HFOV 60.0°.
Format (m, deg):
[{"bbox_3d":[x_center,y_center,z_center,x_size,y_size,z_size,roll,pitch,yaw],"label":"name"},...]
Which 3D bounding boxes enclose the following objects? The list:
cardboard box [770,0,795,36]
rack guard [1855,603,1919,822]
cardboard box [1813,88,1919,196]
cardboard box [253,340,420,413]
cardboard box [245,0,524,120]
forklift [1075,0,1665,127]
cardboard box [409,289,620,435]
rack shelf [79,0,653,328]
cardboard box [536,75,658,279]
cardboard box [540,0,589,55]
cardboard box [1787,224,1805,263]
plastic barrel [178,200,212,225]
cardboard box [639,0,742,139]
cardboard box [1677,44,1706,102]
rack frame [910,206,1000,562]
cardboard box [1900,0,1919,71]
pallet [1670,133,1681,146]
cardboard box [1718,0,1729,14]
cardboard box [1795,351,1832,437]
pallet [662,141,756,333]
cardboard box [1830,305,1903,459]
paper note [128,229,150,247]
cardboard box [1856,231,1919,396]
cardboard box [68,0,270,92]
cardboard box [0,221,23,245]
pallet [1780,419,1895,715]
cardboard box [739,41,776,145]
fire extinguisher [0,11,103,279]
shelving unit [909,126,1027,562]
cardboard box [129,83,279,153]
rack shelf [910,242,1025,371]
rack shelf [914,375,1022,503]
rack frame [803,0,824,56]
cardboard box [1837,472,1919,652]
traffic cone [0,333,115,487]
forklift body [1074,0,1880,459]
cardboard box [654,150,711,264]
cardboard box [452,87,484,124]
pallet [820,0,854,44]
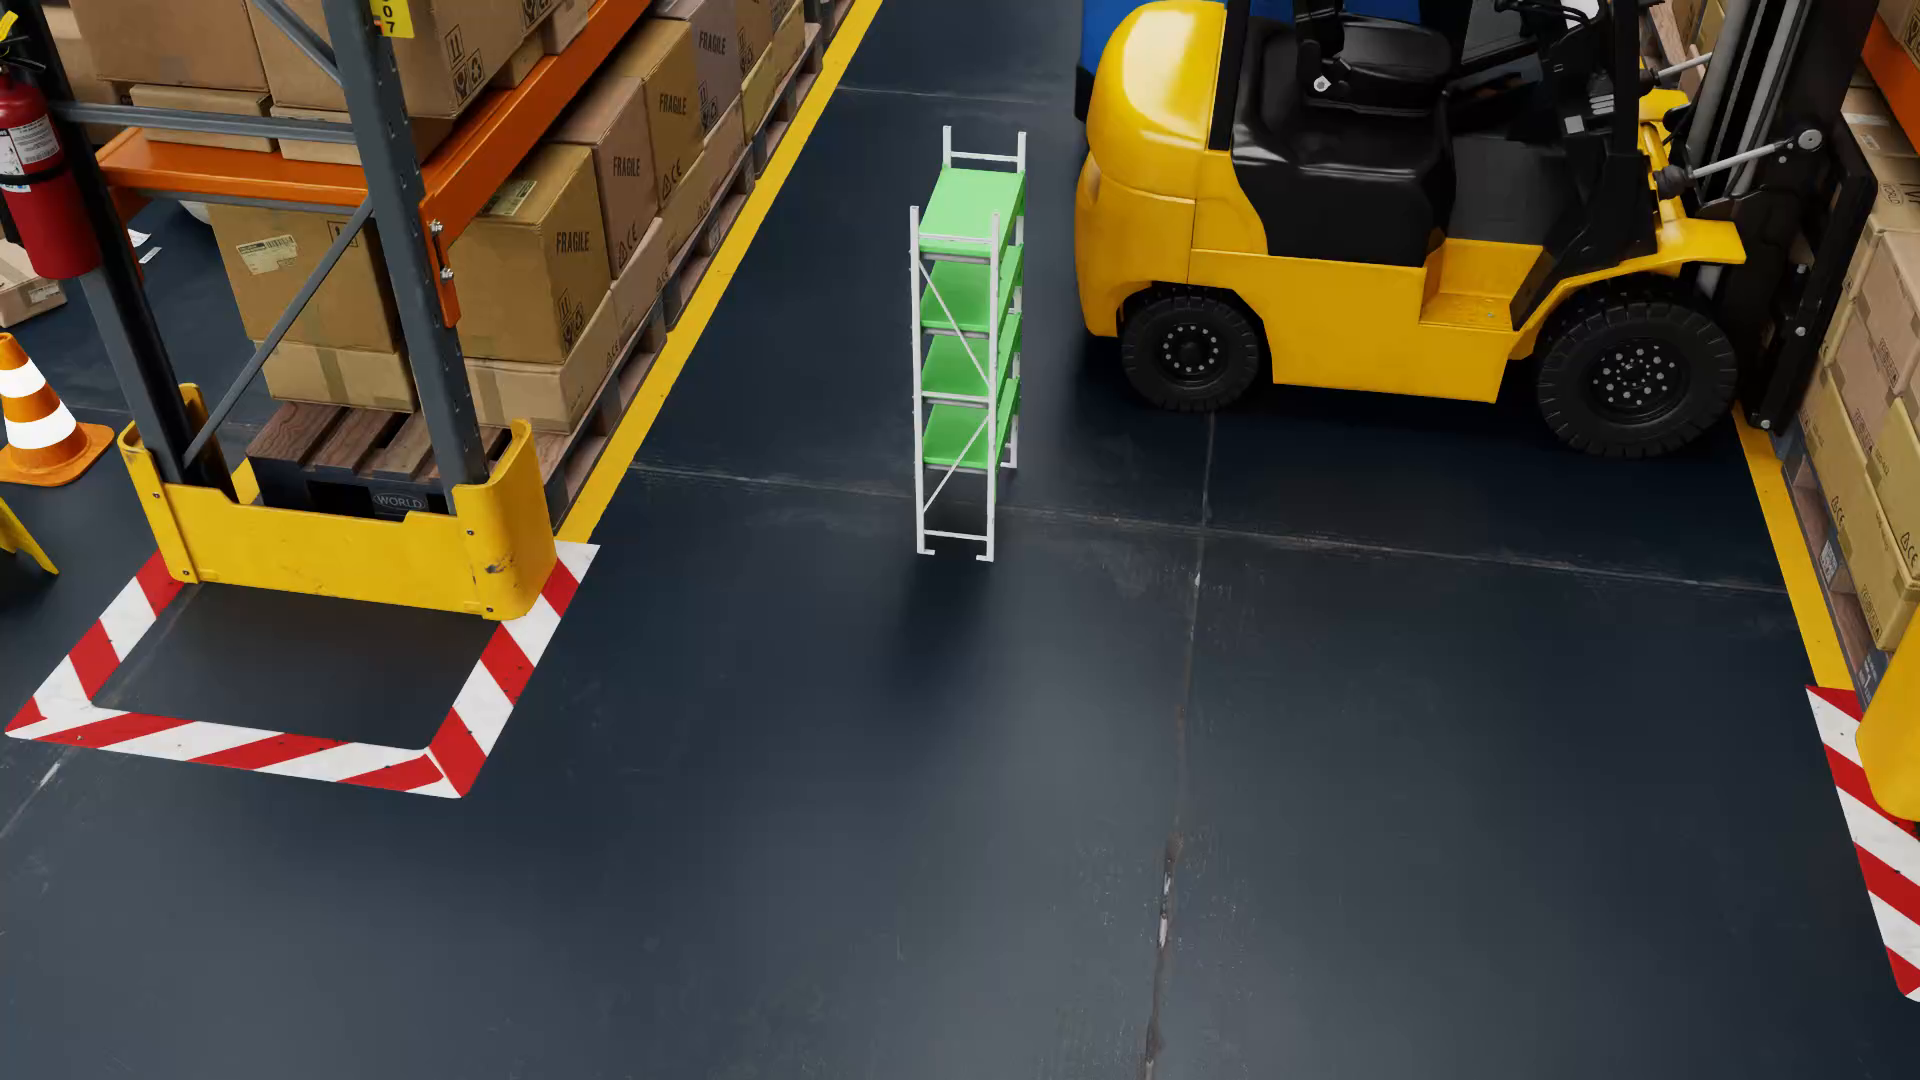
[{"bbox_3d":[-1.007,-2.534,7.200,0.500,0.500,0.500,6,40,7],"label":"cardboard box"},{"bbox_3d":[3.025,0.490,4.265,1.175,0.500,0.348,6,40,8],"label":"rack guard"},{"bbox_3d":[3.056,-1.255,5.458,0.500,0.250,0.500,6,40,7],"label":"cardboard box"},{"bbox_3d":[-1.982,-0.687,5.555,0.500,0.250,0.500,6,40,7],"label":"cardboard box"},{"bbox_3d":[-1.506,-1.453,4.341,0.500,0.500,0.500,6,40,7],"label":"cardboard box"},{"bbox_3d":[2.021,-3.257,6.889,3.031,2.935,1.130,-23,45,-25],"label":"forklift"},{"bbox_3d":[-1.449,-0.611,5.463,0.500,0.250,0.500,6,40,7],"label":"cardboard box"},{"bbox_3d":[-1.515,-2.011,5.893,1.077,0.370,4.000,6,40,8],"label":"rack shelf"},{"bbox_3d":[-1.359,-1.244,5.640,0.500,0.500,0.500,5,40,6],"label":"cardboard box"},{"bbox_3d":[-1.353,-1.598,5.026,0.380,0.149,0.250,7,40,8],"label":"cardboard box"},{"bbox_3d":[3.061,-1.076,5.634,0.500,0.250,0.500,6,40,8],"label":"cardboard box"},{"bbox_3d":[-2.994,-1.503,6.736,0.421,0.421,0.512,-28,47,-30],"label":"plastic barrel"},{"bbox_3d":[-1.180,-1.894,6.426,0.500,0.500,0.500,8,40,10],"label":"cardboard box"},{"bbox_3d":[3.311,-1.833,6.942,0.500,0.250,0.500,7,40,8],"label":"cardboard box"},{"bbox_3d":[-0.014,-0.413,4.808,0.240,1.200,0.015,6,40,8],"label":"rack frame"},{"bbox_3d":[3.042,-1.511,4.645,0.500,0.500,0.500,6,40,7],"label":"cardboard box"},{"bbox_3d":[3.542,-1.429,6.813,1.003,0.211,1.213,6,40,8],"label":"pallet"},{"bbox_3d":[3.328,-2.217,6.621,0.500,0.250,0.500,6,40,7],"label":"cardboard box"},{"bbox_3d":[2.990,-0.544,5.382,0.500,0.250,0.500,7,40,8],"label":"cardboard box"},{"bbox_3d":[-1.459,-1.275,6.627,1.003,0.211,1.213,6,40,8],"label":"pallet"},{"bbox_3d":[2.902,-0.436,4.860,0.500,0.250,0.500,6,40,7],"label":"cardboard box"},{"bbox_3d":[-3.363,-1.214,6.703,0.148,0.019,0.142,20,44,23],"label":"paper note"},{"bbox_3d":[2.884,-0.620,4.690,0.500,0.250,0.500,7,40,8],"label":"cardboard box"},{"bbox_3d":[-2.038,-1.557,4.468,0.500,0.500,0.500,6,40,7],"label":"cardboard box"},{"bbox_3d":[-4.050,-1.452,6.612,0.797,0.503,0.637,-20,44,-23],"label":"cardboard box"},{"bbox_3d":[3.120,0.102,4.961,1.003,0.211,1.213,6,40,8],"label":"pallet"},{"bbox_3d":[-1.088,-1.910,7.034,0.500,0.250,0.500,5,40,6],"label":"cardboard box"},{"bbox_3d":[-2.334,-0.982,4.145,0.296,0.674,0.183,6,40,8],"label":"fire extinguisher"},{"bbox_3d":[0.029,-0.566,4.993,0.258,1.200,0.503,6,40,8],"label":"shelving unit"},{"bbox_3d":[-2.007,-1.195,4.538,0.380,0.149,0.250,8,40,9],"label":"cardboard box"},{"bbox_3d":[0.029,-0.702,4.881,0.258,0.148,0.480,6,40,8],"label":"rack shelf"},{"bbox_3d":[0.029,-0.332,5.187,0.258,0.148,0.480,6,40,8],"label":"rack shelf"},{"bbox_3d":[-1.169,-3.543,7.182,1.000,3.000,0.127,6,40,8],"label":"rack frame"},{"bbox_3d":[2.799,0.080,4.627,0.500,0.250,0.500,7,40,8],"label":"cardboard box"},{"bbox_3d":[-3.057,-0.467,5.452,0.336,0.463,0.334,6,40,8],"label":"traffic cone"},{"bbox_3d":[1.560,-1.552,5.439,2.313,2.155,1.214,6,40,8],"label":"forklift body"},{"bbox_3d":[-1.271,-1.274,6.266,0.500,0.250,0.500,9,40,11],"label":"cardboard box"},{"bbox_3d":[-1.569,-1.287,4.649,0.380,0.149,0.250,7,40,8],"label":"cardboard box"},{"bbox_3d":[-1.035,-2.957,8.661,1.003,0.211,1.213,6,40,8],"label":"pallet"}]
